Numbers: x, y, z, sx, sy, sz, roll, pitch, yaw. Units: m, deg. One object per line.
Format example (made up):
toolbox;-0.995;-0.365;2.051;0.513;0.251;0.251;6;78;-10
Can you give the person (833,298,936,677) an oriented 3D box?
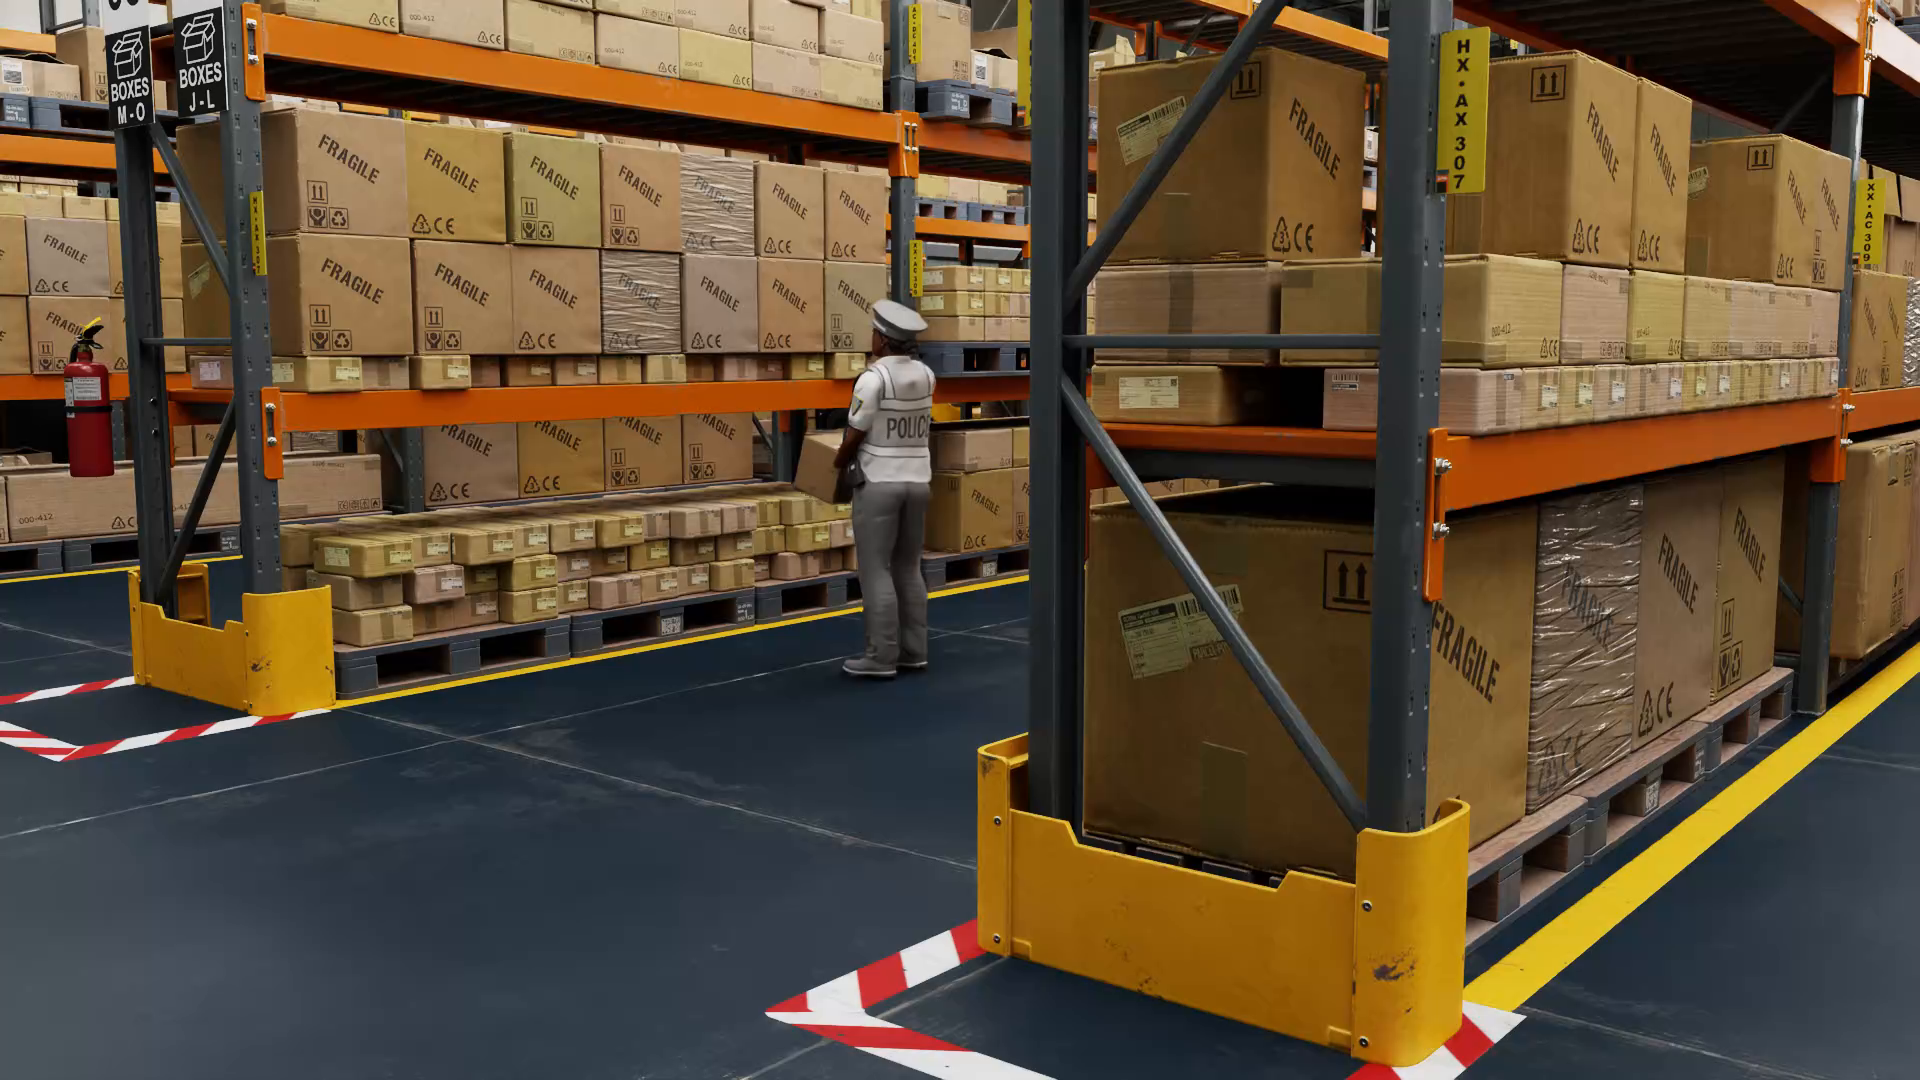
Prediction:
person;-0.363;-0.236;7.553;0.461;1.702;0.519;-7;9;-44
